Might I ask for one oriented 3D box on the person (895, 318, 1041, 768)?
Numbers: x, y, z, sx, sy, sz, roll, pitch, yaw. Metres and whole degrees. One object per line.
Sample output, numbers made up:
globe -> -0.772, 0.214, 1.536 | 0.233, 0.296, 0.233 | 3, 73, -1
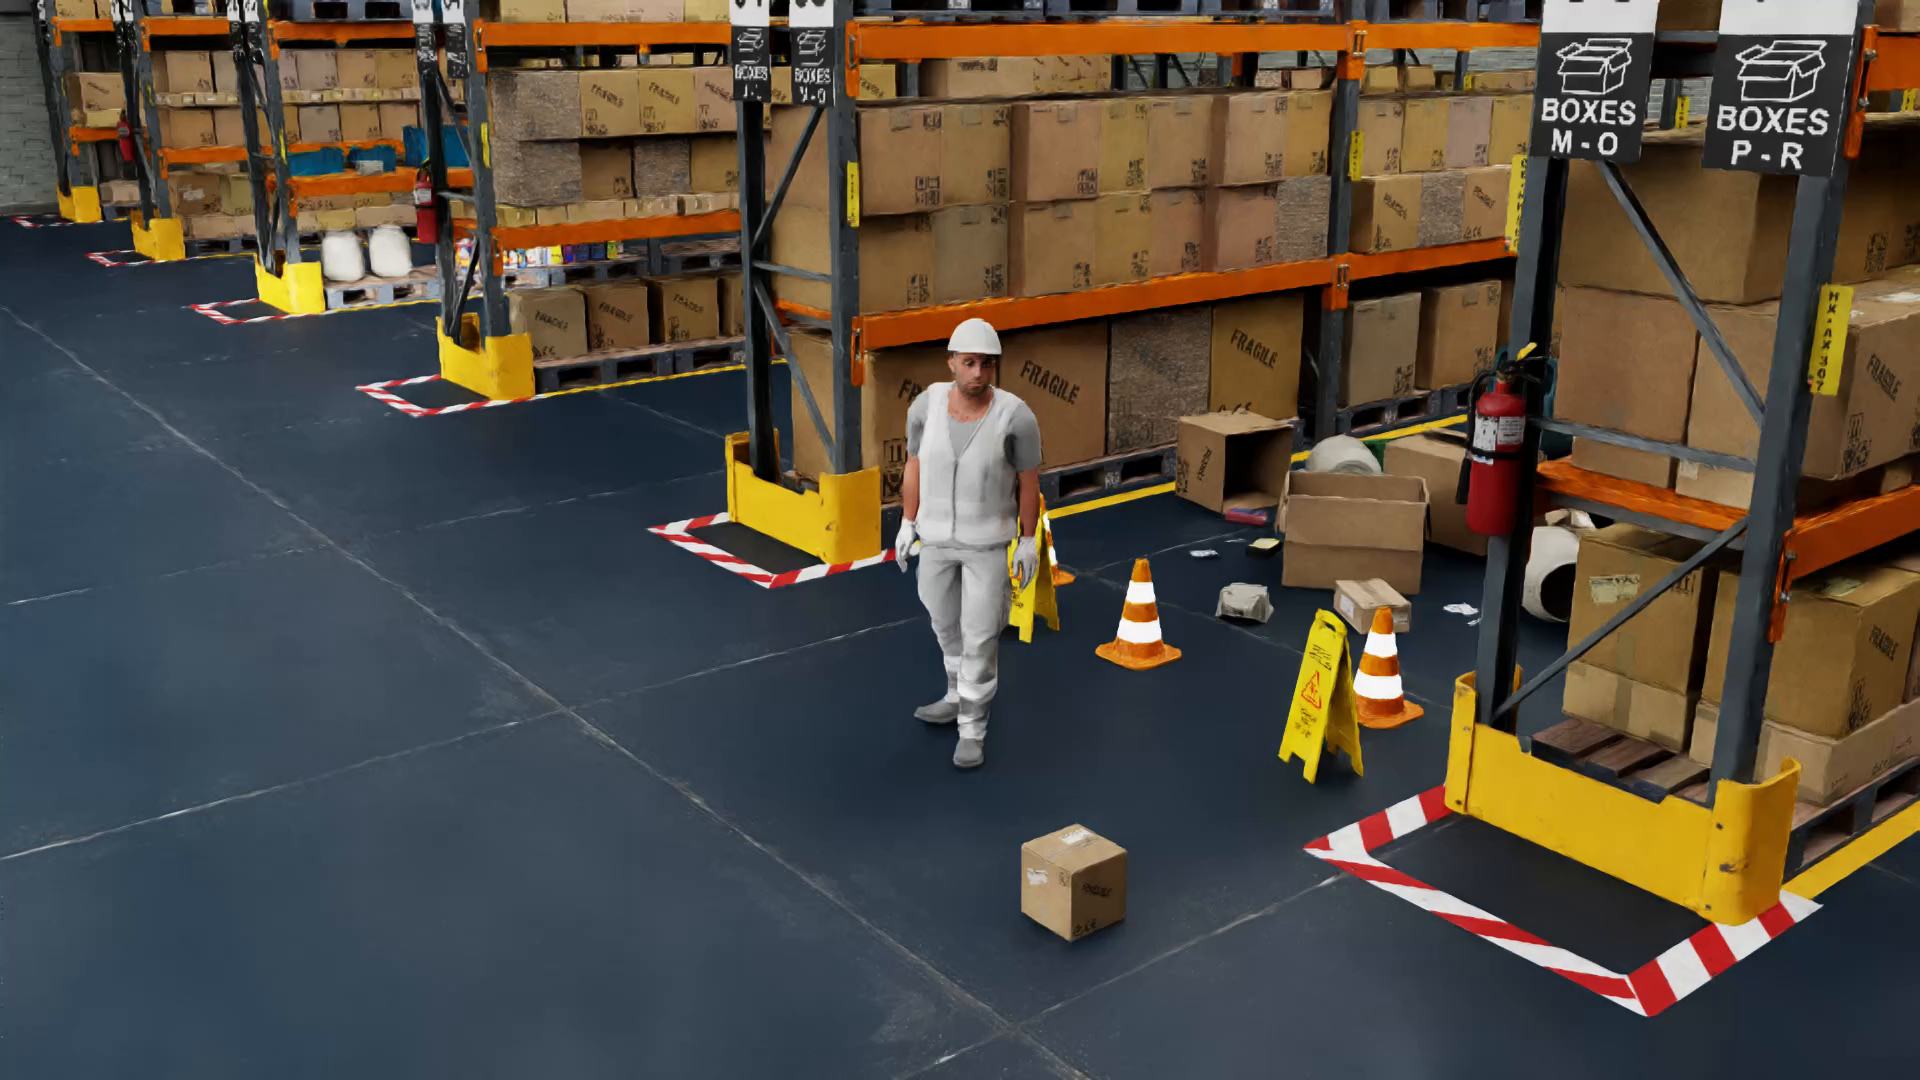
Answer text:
person -> 0.036, -0.014, 6.563 | 0.580, 1.777, 0.562 | 6, 19, 19
